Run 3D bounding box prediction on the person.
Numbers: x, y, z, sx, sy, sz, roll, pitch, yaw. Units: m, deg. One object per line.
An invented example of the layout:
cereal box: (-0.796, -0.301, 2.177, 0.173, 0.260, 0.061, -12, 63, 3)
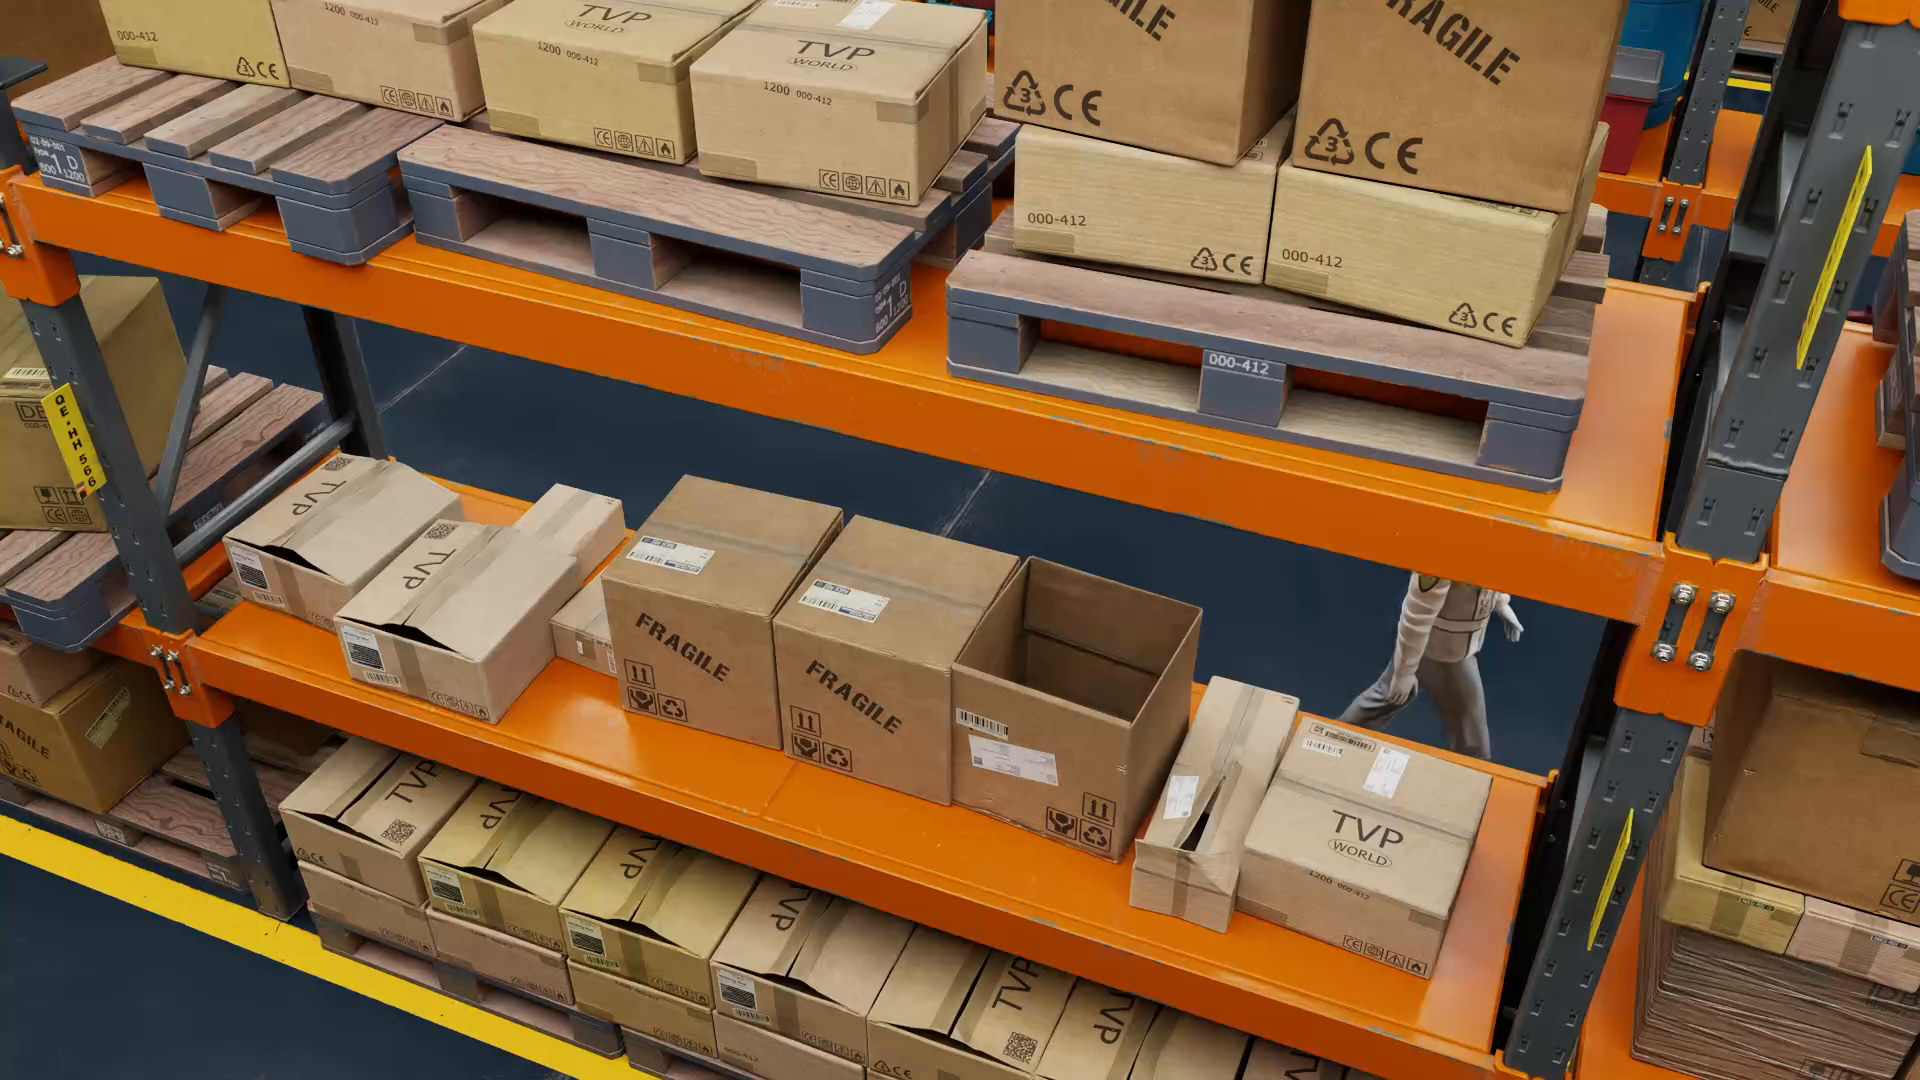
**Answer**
person: (1.744, 0.337, 5.681, 0.865, 1.672, 0.520, 14, 40, 17)
